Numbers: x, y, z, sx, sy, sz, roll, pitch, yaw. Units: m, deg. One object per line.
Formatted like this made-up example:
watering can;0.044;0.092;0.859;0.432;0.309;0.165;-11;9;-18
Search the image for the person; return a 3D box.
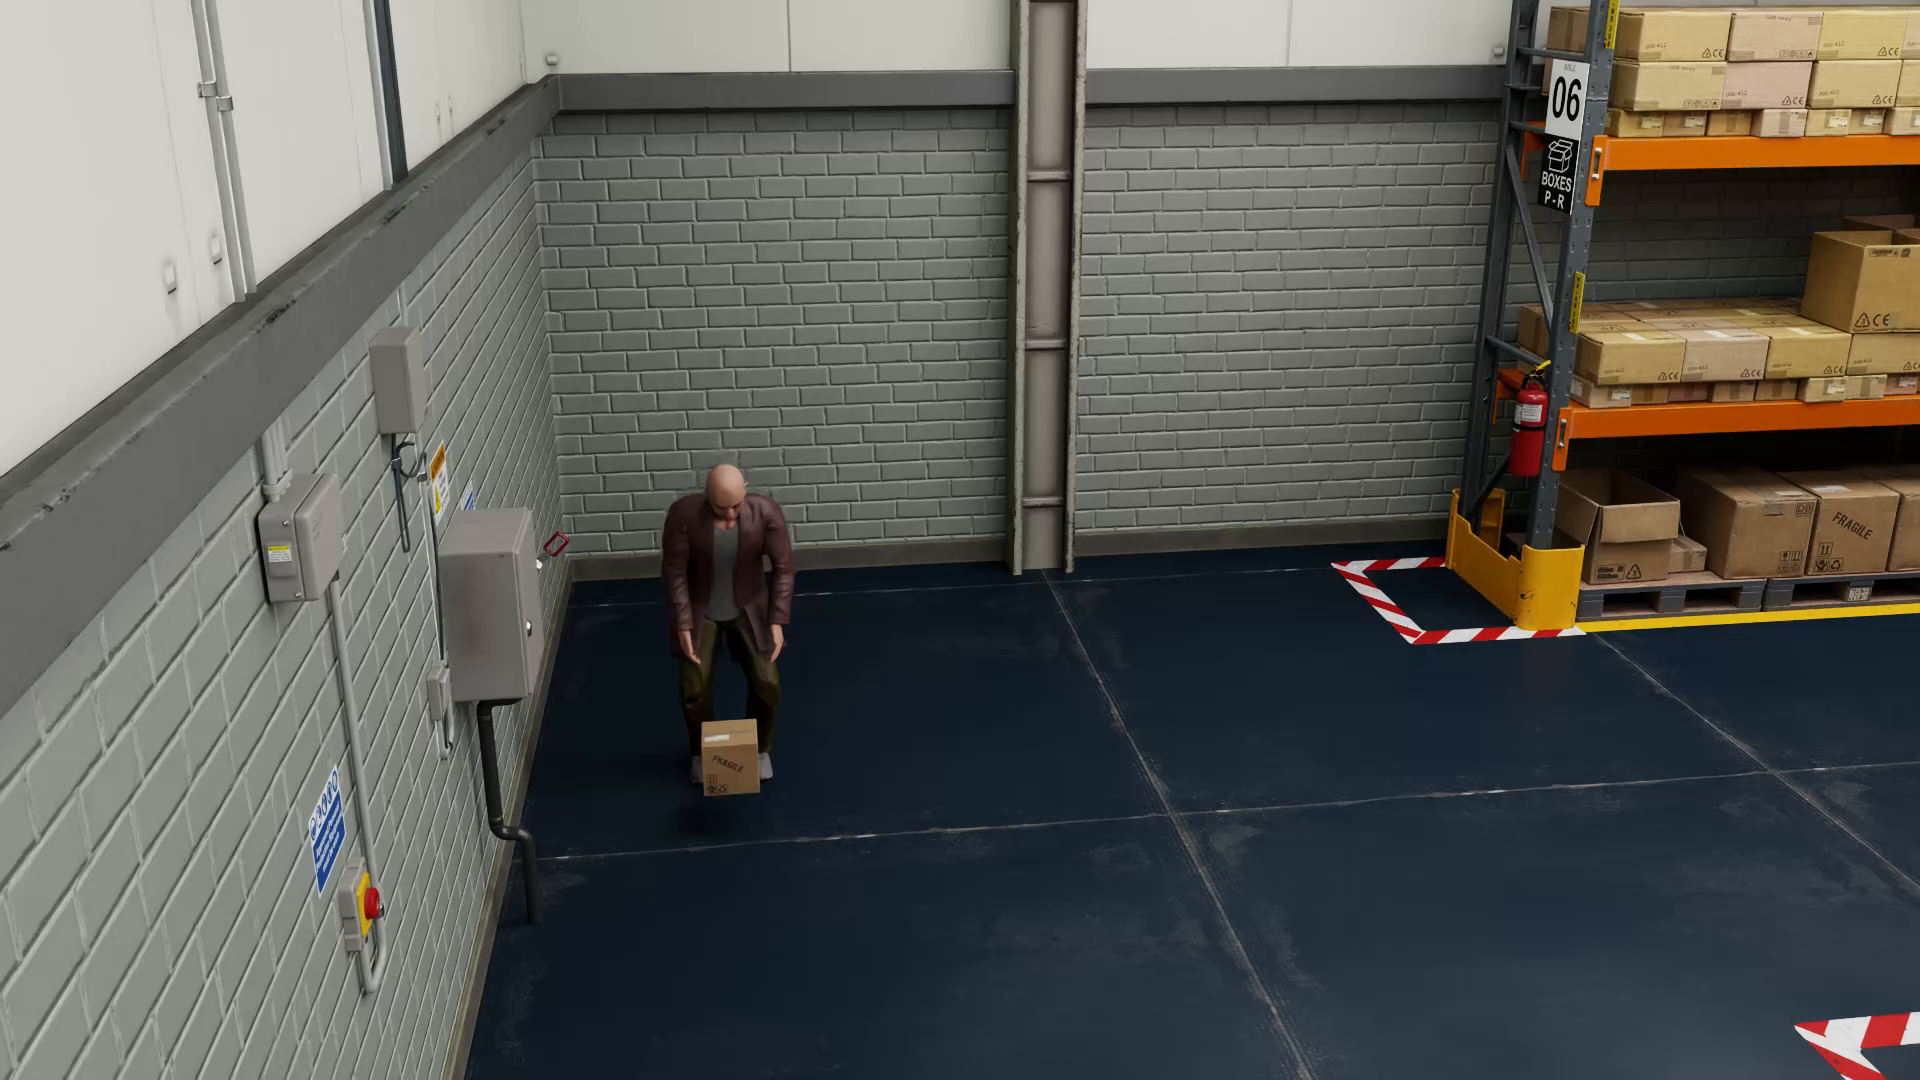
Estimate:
person;-1.081;0.363;7.840;0.620;1.611;0.564;-3;20;-7
